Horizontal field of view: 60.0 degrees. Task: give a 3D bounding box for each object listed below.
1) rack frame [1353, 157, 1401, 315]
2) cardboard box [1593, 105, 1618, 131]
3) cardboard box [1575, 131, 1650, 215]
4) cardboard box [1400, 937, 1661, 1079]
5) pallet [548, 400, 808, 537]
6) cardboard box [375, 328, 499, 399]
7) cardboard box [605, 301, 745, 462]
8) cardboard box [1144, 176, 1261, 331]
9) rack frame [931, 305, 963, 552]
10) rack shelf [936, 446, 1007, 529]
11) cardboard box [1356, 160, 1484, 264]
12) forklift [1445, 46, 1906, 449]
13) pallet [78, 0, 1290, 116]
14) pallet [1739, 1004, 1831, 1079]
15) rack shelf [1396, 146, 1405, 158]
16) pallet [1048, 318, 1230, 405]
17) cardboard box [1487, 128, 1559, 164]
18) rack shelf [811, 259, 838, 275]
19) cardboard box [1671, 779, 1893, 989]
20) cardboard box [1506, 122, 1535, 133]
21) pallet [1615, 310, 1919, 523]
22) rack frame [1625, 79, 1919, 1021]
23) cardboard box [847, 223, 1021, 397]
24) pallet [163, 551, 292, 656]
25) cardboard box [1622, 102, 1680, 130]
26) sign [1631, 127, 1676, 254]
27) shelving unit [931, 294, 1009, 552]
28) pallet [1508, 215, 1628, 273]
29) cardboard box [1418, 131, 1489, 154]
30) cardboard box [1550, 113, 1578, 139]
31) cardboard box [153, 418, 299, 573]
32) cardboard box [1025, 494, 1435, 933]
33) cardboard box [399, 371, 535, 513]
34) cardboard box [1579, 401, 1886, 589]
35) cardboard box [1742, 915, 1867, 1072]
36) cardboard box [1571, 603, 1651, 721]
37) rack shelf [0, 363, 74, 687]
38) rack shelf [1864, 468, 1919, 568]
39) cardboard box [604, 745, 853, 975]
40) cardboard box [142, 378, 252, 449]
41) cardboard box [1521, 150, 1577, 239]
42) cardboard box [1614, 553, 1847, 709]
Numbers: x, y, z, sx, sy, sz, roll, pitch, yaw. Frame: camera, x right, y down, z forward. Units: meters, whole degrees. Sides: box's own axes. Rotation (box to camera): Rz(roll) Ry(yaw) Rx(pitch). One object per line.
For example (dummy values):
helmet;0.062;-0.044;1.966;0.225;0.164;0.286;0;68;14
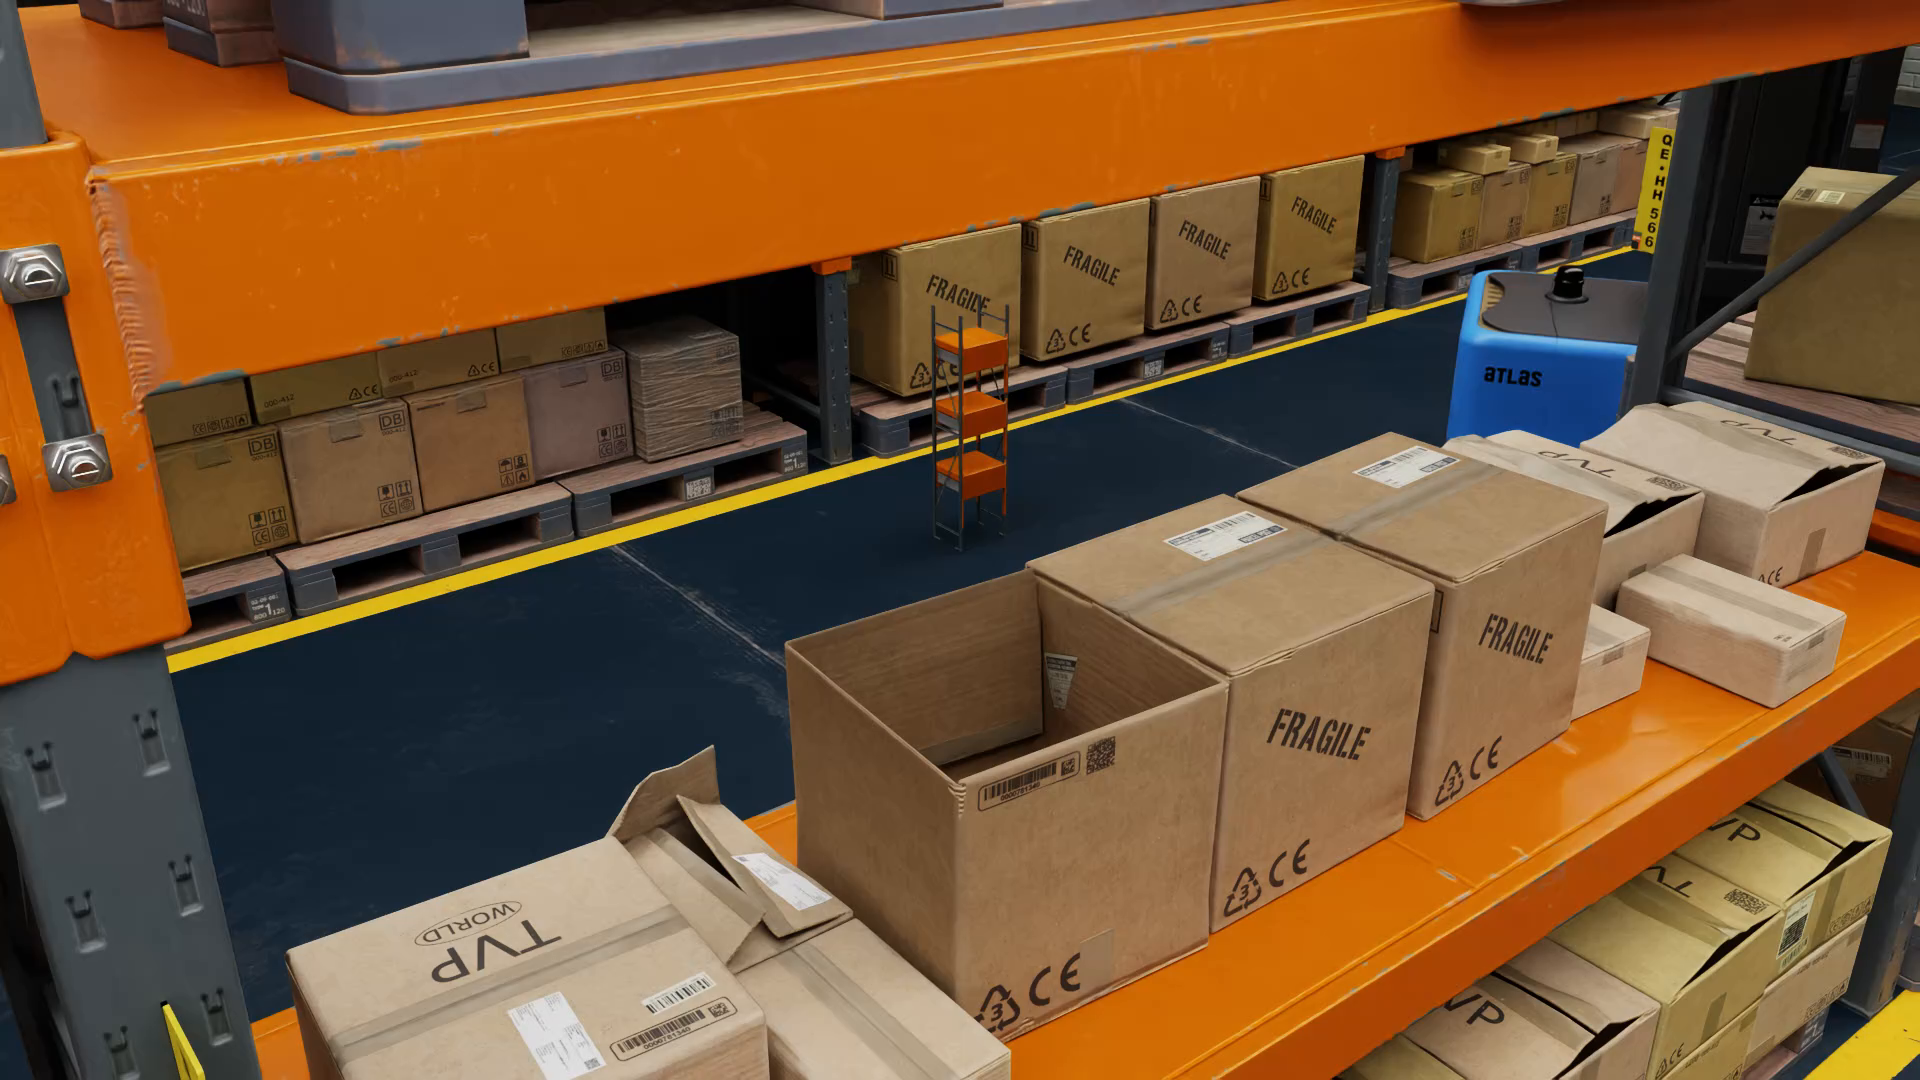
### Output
rack frame;2.272;-2.930;10.000;0.127;3.000;1.000;-18;31;-34
cardboard box;4.507;-3.072;12.005;0.250;0.149;0.380;-18;30;-34
cardboard box;4.537;-2.681;11.933;0.500;0.500;0.700;-18;31;-34
cardboard box;1.120;1.037;3.554;0.500;0.311;0.500;-18;31;-34
pallet;-1.492;-0.423;7.911;1.213;0.211;1.003;-18;31;-34
cardboard box;-2.299;-0.830;7.031;0.500;0.250;0.500;-18;31;-34
cardboard box;-1.410;-0.752;7.754;0.500;0.500;0.700;-18;30;-33
cardboard box;1.143;-1.701;9.408;0.750;0.750;0.750;-17;30;-33
rack frame;-0.054;-0.458;6.991;0.008;1.050;0.200;-18;31;-34
rack shelf;0.042;-0.228;7.180;0.240;0.259;0.215;-18;31;-34
cardboard box;2.924;-2.147;10.783;0.500;0.500;0.700;-18;30;-33
forklift;3.518;-1.160;6.267;3.031;2.935;1.130;8;26;17
pallet;-0.278;-0.719;1.900;1.217;0.209;0.805;-20;31;-36
pallet;1.512;1.215;4.381;1.213;0.211;1.003;-18;31;-34
rack shelf;3.846;-3.123;11.270;4.000;0.370;1.077;-18;31;-34
pallet;0.750;-1.121;9.414;1.213;0.211;1.003;-18;31;-34
cardboard box;3.716;-2.605;11.000;0.250;0.149;0.380;-19;31;-35
rack shelf;-2.450;-1.045;6.793;4.000;0.370;1.077;-18;31;-34
cardboard box;1.924;0.769;4.130;0.500;0.311;0.500;-17;30;-33
cardboard box;3.709;-2.808;11.437;0.250;0.149;0.380;-19;31;-35
pallet;2.674;-0.363;4.697;1.003;0.211;1.213;-18;31;-34
rack frame;2.184;-0.251;4.227;0.127;3.000;1.000;-18;31;-34
cardboard box;-0.216;-1.254;8.443;0.750;0.750;0.750;-19;31;-35
pallet;-3.412;0.210;6.546;1.213;0.211;1.003;-18;31;-34
cardboard box;4.942;-3.011;11.875;0.250;0.149;0.380;-19;31;-35
sign;1.841;-0.917;4.382;0.005;0.325;0.100;-18;31;-34
shelving unit;0.042;-0.490;7.059;0.252;1.050;0.215;-18;31;-34
pallet;3.879;-2.155;11.643;1.213;0.211;1.003;-18;31;-34
cardboard box;3.307;-2.675;11.151;0.250;0.149;0.380;-19;31;-36
cardboard box;4.110;-2.940;11.723;0.250;0.149;0.380;-18;30;-33
cardboard box;-3.079;-0.265;6.704;0.500;0.500;0.700;-19;31;-35
cardboard box;0.459;0.282;2.960;0.500;0.500;0.500;-18;30;-34
cardboard box;-2.261;-0.518;7.250;0.500;0.500;0.700;-18;31;-34
cardboard box;1.871;-0.130;4.073;0.500;0.311;0.500;-16;29;-31
cardboard box;1.920;1.024;4.249;0.500;0.250;0.500;-17;30;-33
cardboard box;1.215;0.213;3.526;0.250;0.149;0.380;-16;29;-30
rack shelf;-2.538;0.274;0.389;4.000;0.370;1.077;-18;31;-34
rack shelf;3.758;-0.444;5.498;4.000;0.370;1.077;-18;31;-34
cardboard box;-0.385;0.560;2.640;0.258;0.266;0.396;-19;31;-35
cardboard box;-3.110;-0.570;6.470;0.500;0.250;0.500;-19;31;-35
cardboard box;3.726;-2.409;11.347;0.500;0.500;0.700;-17;30;-33
cardboard box;1.647;0.188;3.579;0.250;0.149;0.380;-18;31;-34
